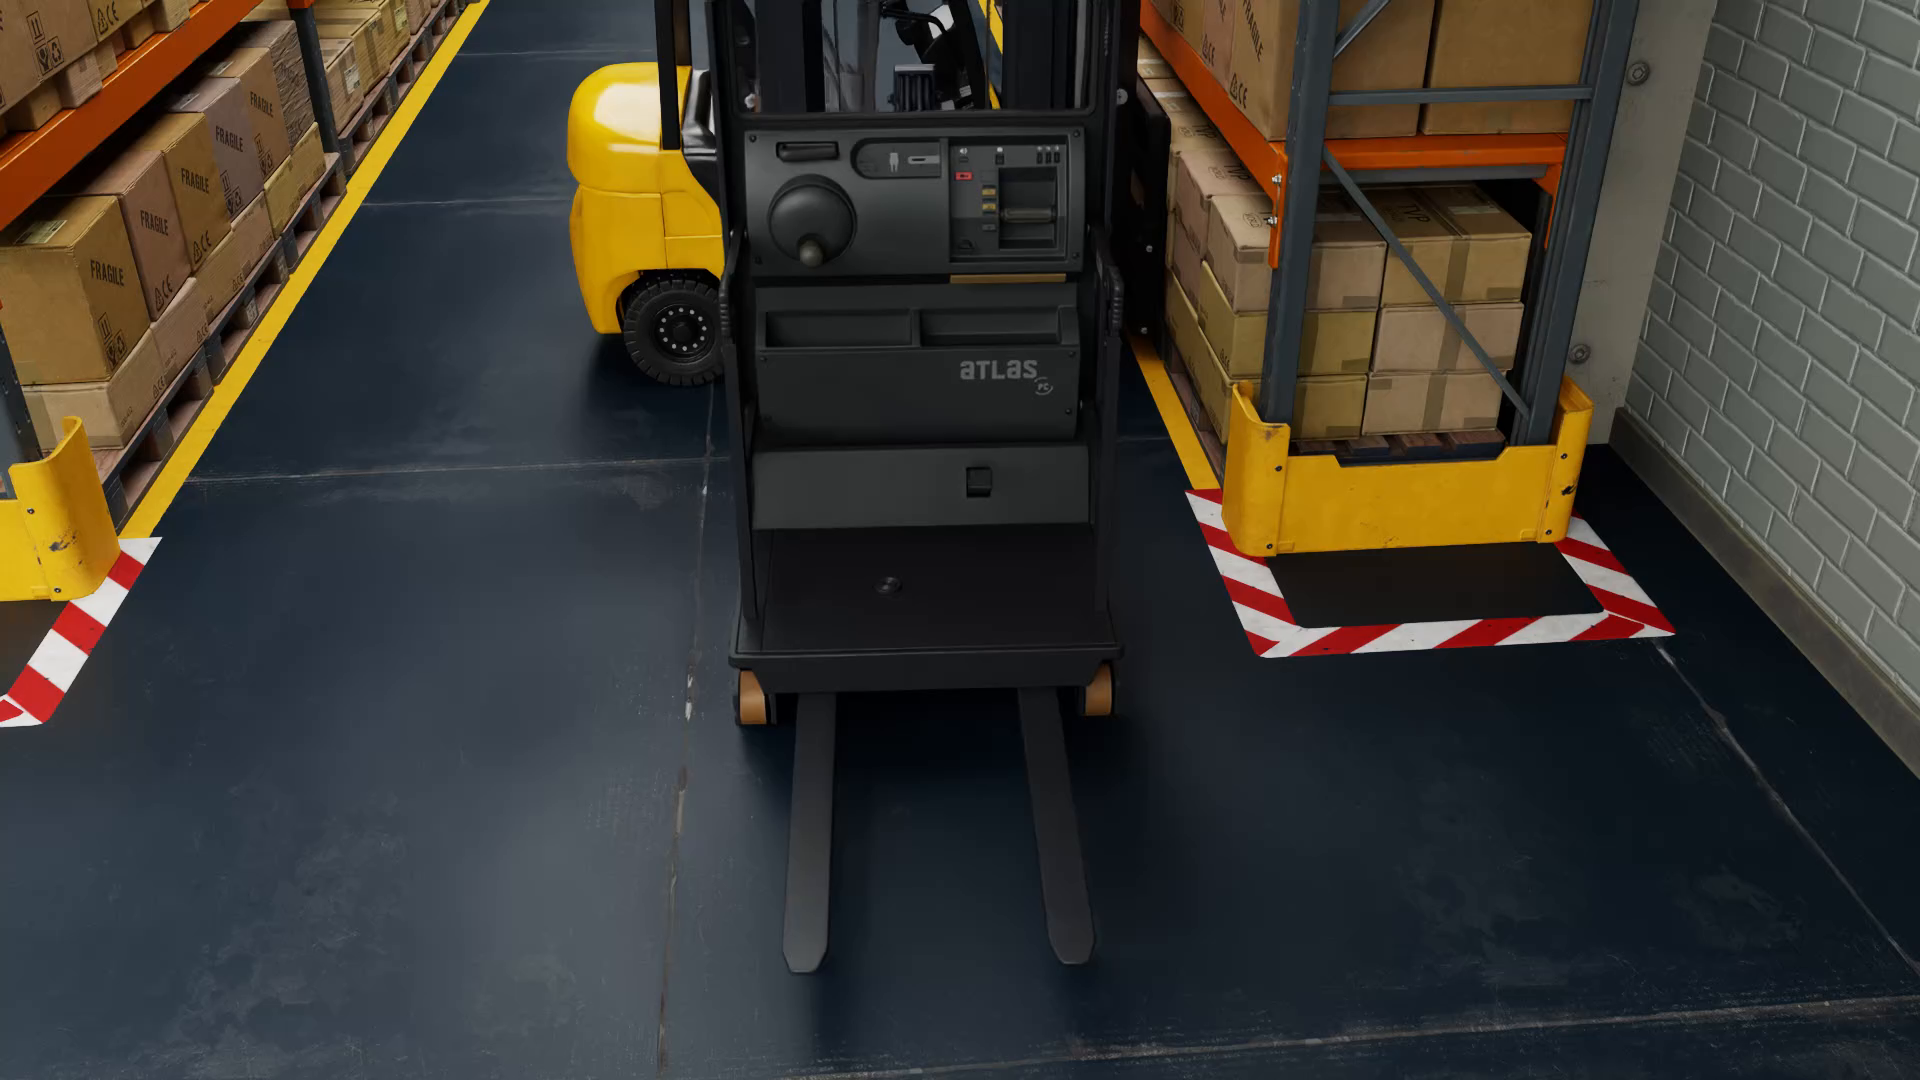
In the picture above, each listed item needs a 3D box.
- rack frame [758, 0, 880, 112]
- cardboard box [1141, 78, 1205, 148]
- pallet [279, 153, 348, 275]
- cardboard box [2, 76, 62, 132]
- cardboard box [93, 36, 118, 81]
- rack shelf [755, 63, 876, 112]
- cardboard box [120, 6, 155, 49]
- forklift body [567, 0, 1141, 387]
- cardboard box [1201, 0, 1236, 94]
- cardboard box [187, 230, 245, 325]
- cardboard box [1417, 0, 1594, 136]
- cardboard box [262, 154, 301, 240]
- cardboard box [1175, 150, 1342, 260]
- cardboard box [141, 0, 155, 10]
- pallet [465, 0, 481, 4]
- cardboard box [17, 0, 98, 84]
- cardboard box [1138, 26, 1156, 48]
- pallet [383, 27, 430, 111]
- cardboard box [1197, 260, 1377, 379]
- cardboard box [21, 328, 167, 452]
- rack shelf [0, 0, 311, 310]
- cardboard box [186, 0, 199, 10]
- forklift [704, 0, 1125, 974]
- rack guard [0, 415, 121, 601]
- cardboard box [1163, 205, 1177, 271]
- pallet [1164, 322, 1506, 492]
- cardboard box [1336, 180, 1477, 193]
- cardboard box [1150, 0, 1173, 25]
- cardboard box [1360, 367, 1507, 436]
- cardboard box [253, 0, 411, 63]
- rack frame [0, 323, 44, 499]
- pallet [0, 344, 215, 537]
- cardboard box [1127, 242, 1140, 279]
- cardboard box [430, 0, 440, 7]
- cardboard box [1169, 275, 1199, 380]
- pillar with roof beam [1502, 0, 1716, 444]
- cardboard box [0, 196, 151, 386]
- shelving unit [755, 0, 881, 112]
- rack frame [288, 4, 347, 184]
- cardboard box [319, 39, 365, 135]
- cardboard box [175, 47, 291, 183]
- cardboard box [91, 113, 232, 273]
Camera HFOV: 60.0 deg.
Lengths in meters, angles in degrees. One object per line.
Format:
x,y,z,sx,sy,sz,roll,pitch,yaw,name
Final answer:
-0.512,-1.316,5.851,0.400,2.100,0.015,1,30,-7,rack frame
1.012,-1.782,7.105,0.500,0.250,0.500,-3,31,-6,cardboard box
-3.702,-1.620,8.256,1.003,0.211,1.213,-3,31,-5,pallet
-3.233,-1.459,5.513,0.380,0.149,0.250,-4,31,-6,cardboard box
-3.269,-1.722,5.952,0.380,0.149,0.250,-2,31,-3,cardboard box
-0.536,-1.428,6.067,0.431,0.518,0.480,1,30,-7,rack shelf
-3.349,-1.990,6.401,0.380,0.149,0.250,-4,31,-6,cardboard box
-0.478,-1.872,6.787,2.313,2.155,1.214,-3,31,-5,forklift body
1.169,-1.903,5.913,0.500,0.500,0.500,-2,31,-3,cardboard box
-3.330,-1.080,6.905,0.500,0.250,0.500,-1,31,-1,cardboard box
1.746,-1.665,5.515,0.500,0.500,0.500,-2,31,-3,cardboard box
-3.417,-1.598,7.772,0.500,0.250,0.500,-4,31,-6,cardboard box
1.109,-1.266,6.241,0.500,0.250,0.500,-2,31,-4,cardboard box
-3.350,-2.326,6.331,0.500,0.500,0.500,-3,31,-6,cardboard box
-4.172,-4.410,12.927,1.003,0.211,1.213,-3,31,-5,pallet
-3.246,-1.806,5.461,0.500,0.500,0.500,-2,31,-3,cardboard box
0.912,-2.304,7.978,0.500,0.250,0.500,-3,31,-5,cardboard box
-3.991,-2.983,10.538,1.003,0.211,1.213,-3,31,-5,pallet
1.159,-0.804,5.955,0.500,0.250,0.500,-3,31,-5,cardboard box
-3.226,-0.541,6.003,0.500,0.250,0.500,-3,31,-5,cardboard box
-3.613,-1.828,6.588,1.077,0.370,4.000,-3,31,-5,rack shelf
-3.374,-2.250,6.838,0.380,0.149,0.250,-3,31,-5,cardboard box
-0.110,-0.888,4.378,1.130,2.935,3.031,-1,31,-2,forklift
-3.433,-0.082,5.400,1.175,0.500,0.348,-3,31,-5,rack guard
1.054,-1.323,6.824,0.500,0.250,0.500,-3,31,-6,cardboard box
1.403,-0.547,6.460,1.003,0.211,1.213,-3,31,-5,pallet
1.609,-1.294,6.289,0.500,0.250,0.500,-3,31,-5,cardboard box
1.063,-2.421,6.780,0.500,0.500,0.500,-3,31,-4,cardboard box
1.665,-0.616,6.128,0.500,0.250,0.500,-3,31,-4,cardboard box
-3.988,-3.200,10.335,0.950,0.372,0.625,-2,31,-3,cardboard box
-3.426,-1.116,4.694,1.000,3.000,0.127,-3,31,-5,rack frame
-3.474,-0.374,6.171,1.003,0.211,1.213,-3,31,-5,pallet
1.012,-1.355,7.365,0.500,0.250,0.500,-2,31,-3,cardboard box
-4.131,-3.964,11.614,0.950,0.372,0.625,-5,31,-8,cardboard box
1.120,-0.835,6.494,0.500,0.250,0.500,-3,31,-5,cardboard box
-1.938,-4.124,3.879,9.100,9.000,0.400,-3,31,-5,pillar with roof beam
-3.229,-0.875,5.831,0.500,0.500,0.500,-4,31,-6,cardboard box
-0.535,-1.439,6.060,0.431,2.100,0.503,1,30,-7,shelving unit
-3.800,-3.158,8.113,1.000,3.000,0.127,-3,31,-5,rack frame
-3.851,-2.478,9.127,0.950,0.372,0.625,-2,31,-4,cardboard box
-3.428,-1.931,7.599,0.500,0.500,0.500,-2,31,-4,cardboard box
-3.321,-1.398,6.707,0.500,0.500,0.500,-2,31,-4,cardboard box
